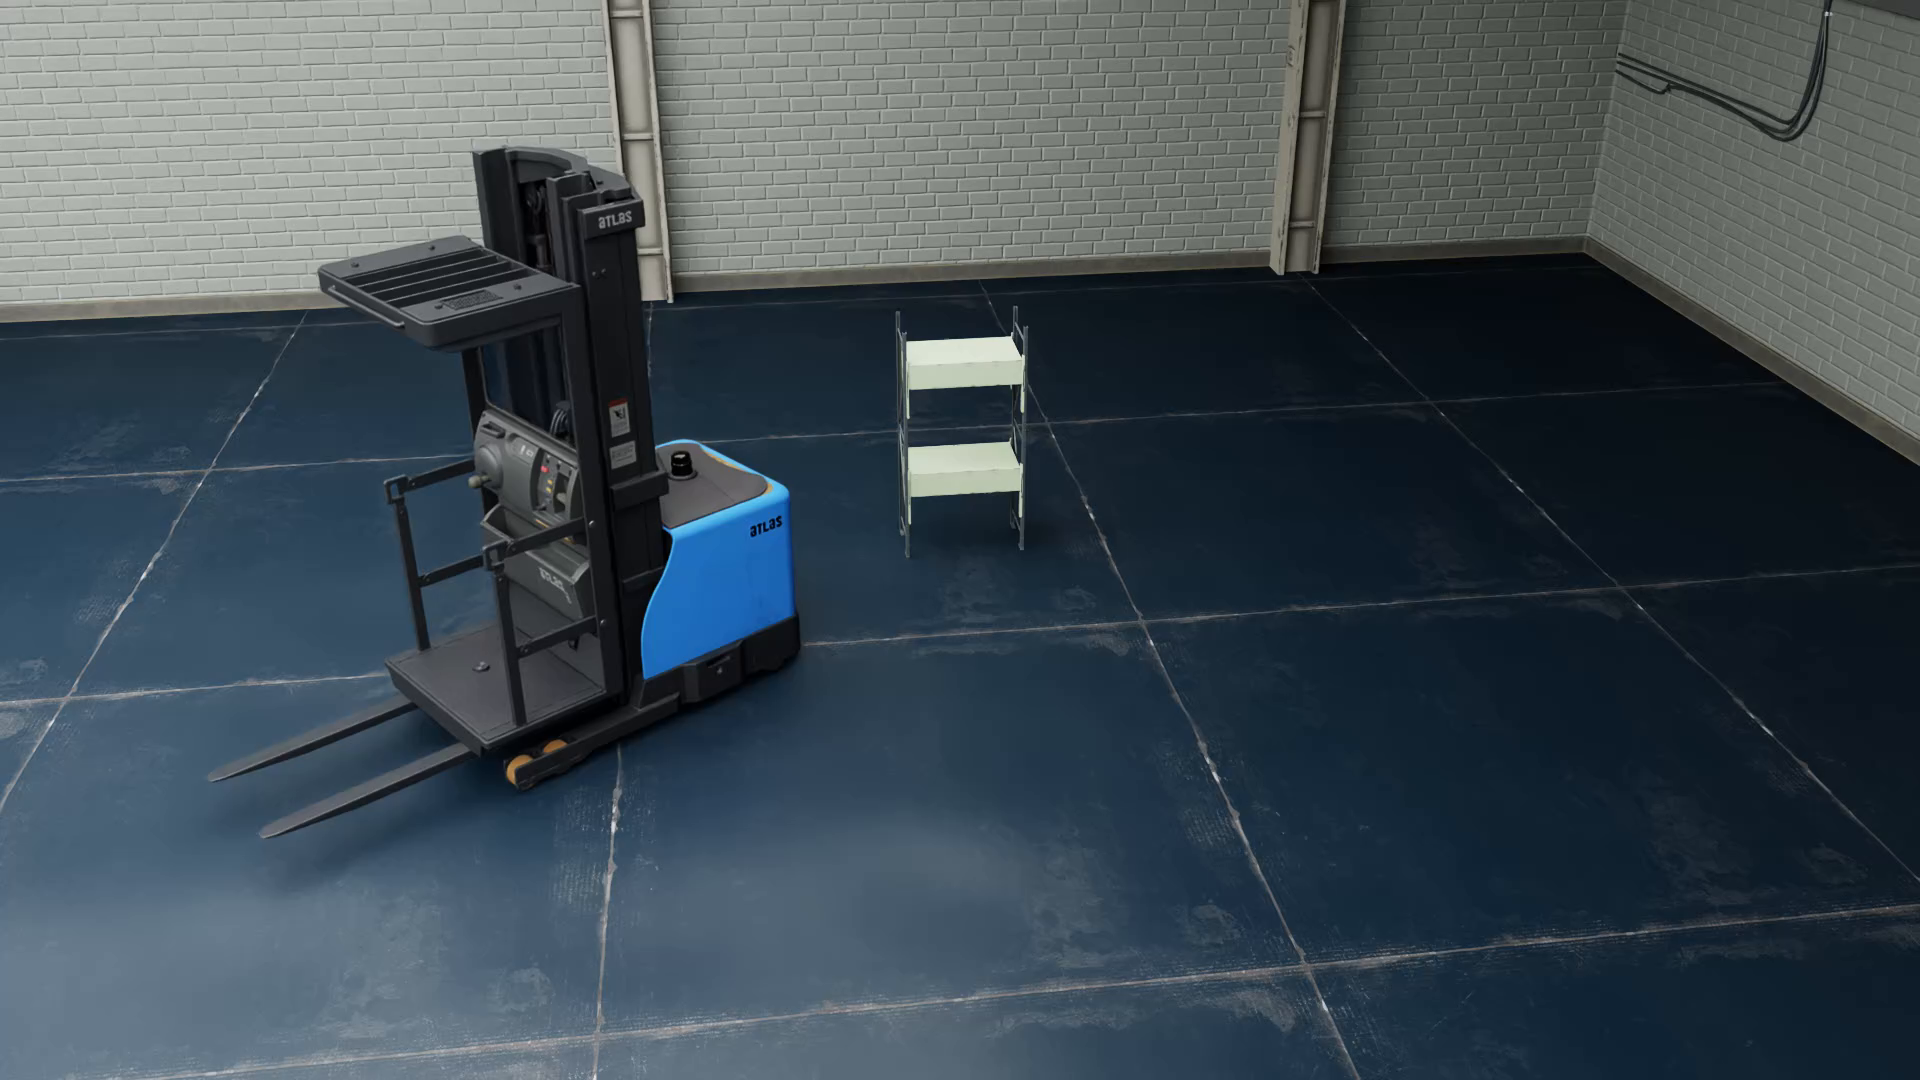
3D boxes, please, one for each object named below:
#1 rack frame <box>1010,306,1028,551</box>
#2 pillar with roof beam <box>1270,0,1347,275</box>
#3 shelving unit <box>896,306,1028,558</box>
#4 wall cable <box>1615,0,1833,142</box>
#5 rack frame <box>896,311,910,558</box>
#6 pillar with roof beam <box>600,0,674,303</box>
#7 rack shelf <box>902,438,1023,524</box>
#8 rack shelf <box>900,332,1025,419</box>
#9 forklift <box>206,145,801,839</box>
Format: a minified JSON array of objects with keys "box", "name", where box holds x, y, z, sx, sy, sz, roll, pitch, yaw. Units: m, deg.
[{"box":[0.369,-0.691,10.454,0.023,1.500,0.400,-4,27,-7],"name":"rack frame"},{"box":[3.761,-4.624,9.904,0.400,9.000,9.100,-4,27,-7],"name":"pillar with roof beam"},{"box":[0.007,-0.668,10.408,0.755,1.500,0.431,-4,27,-7],"name":"shelving unit"},{"box":[6.263,-4.778,13.606,0.112,2.526,3.097,-4,27,-7],"name":"wall cable"},{"box":[-0.356,-0.644,10.363,0.023,1.500,0.400,-4,27,-7],"name":"rack frame"},{"box":[-2.181,-4.242,9.160,0.400,9.000,9.100,-4,27,-7],"name":"pillar with roof beam"},{"box":[0.007,-0.378,10.557,0.720,0.370,0.431,-4,27,-7],"name":"rack shelf"},{"box":[0.007,-1.015,10.230,0.720,0.370,0.431,-4,27,-7],"name":"rack shelf"},{"box":[-2.317,-0.326,8.175,3.031,2.935,1.130,-23,35,-38],"name":"forklift"}]
